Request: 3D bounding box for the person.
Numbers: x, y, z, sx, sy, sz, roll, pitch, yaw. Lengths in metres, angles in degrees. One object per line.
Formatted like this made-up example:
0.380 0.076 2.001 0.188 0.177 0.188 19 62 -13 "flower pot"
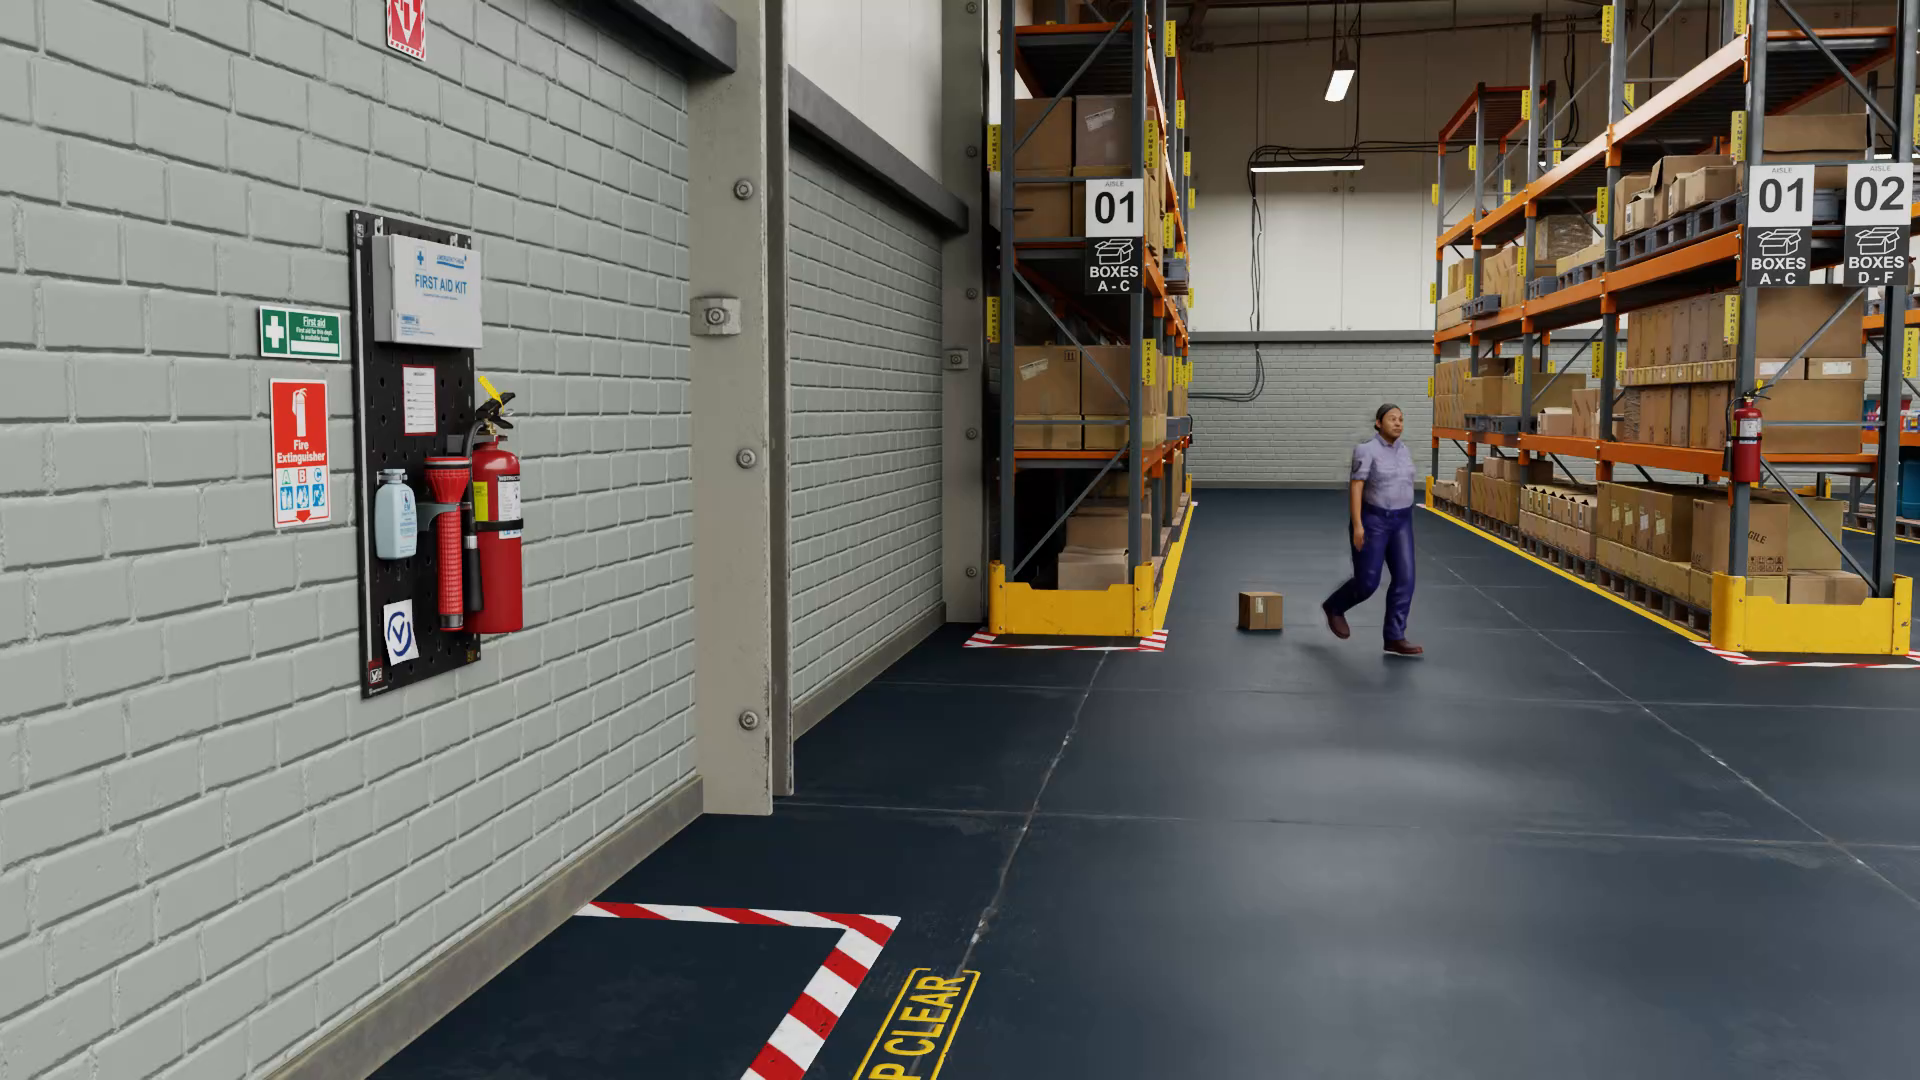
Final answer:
2.720 -0.082 10.921 0.487 1.608 0.739 -2 5 -27 "person"
